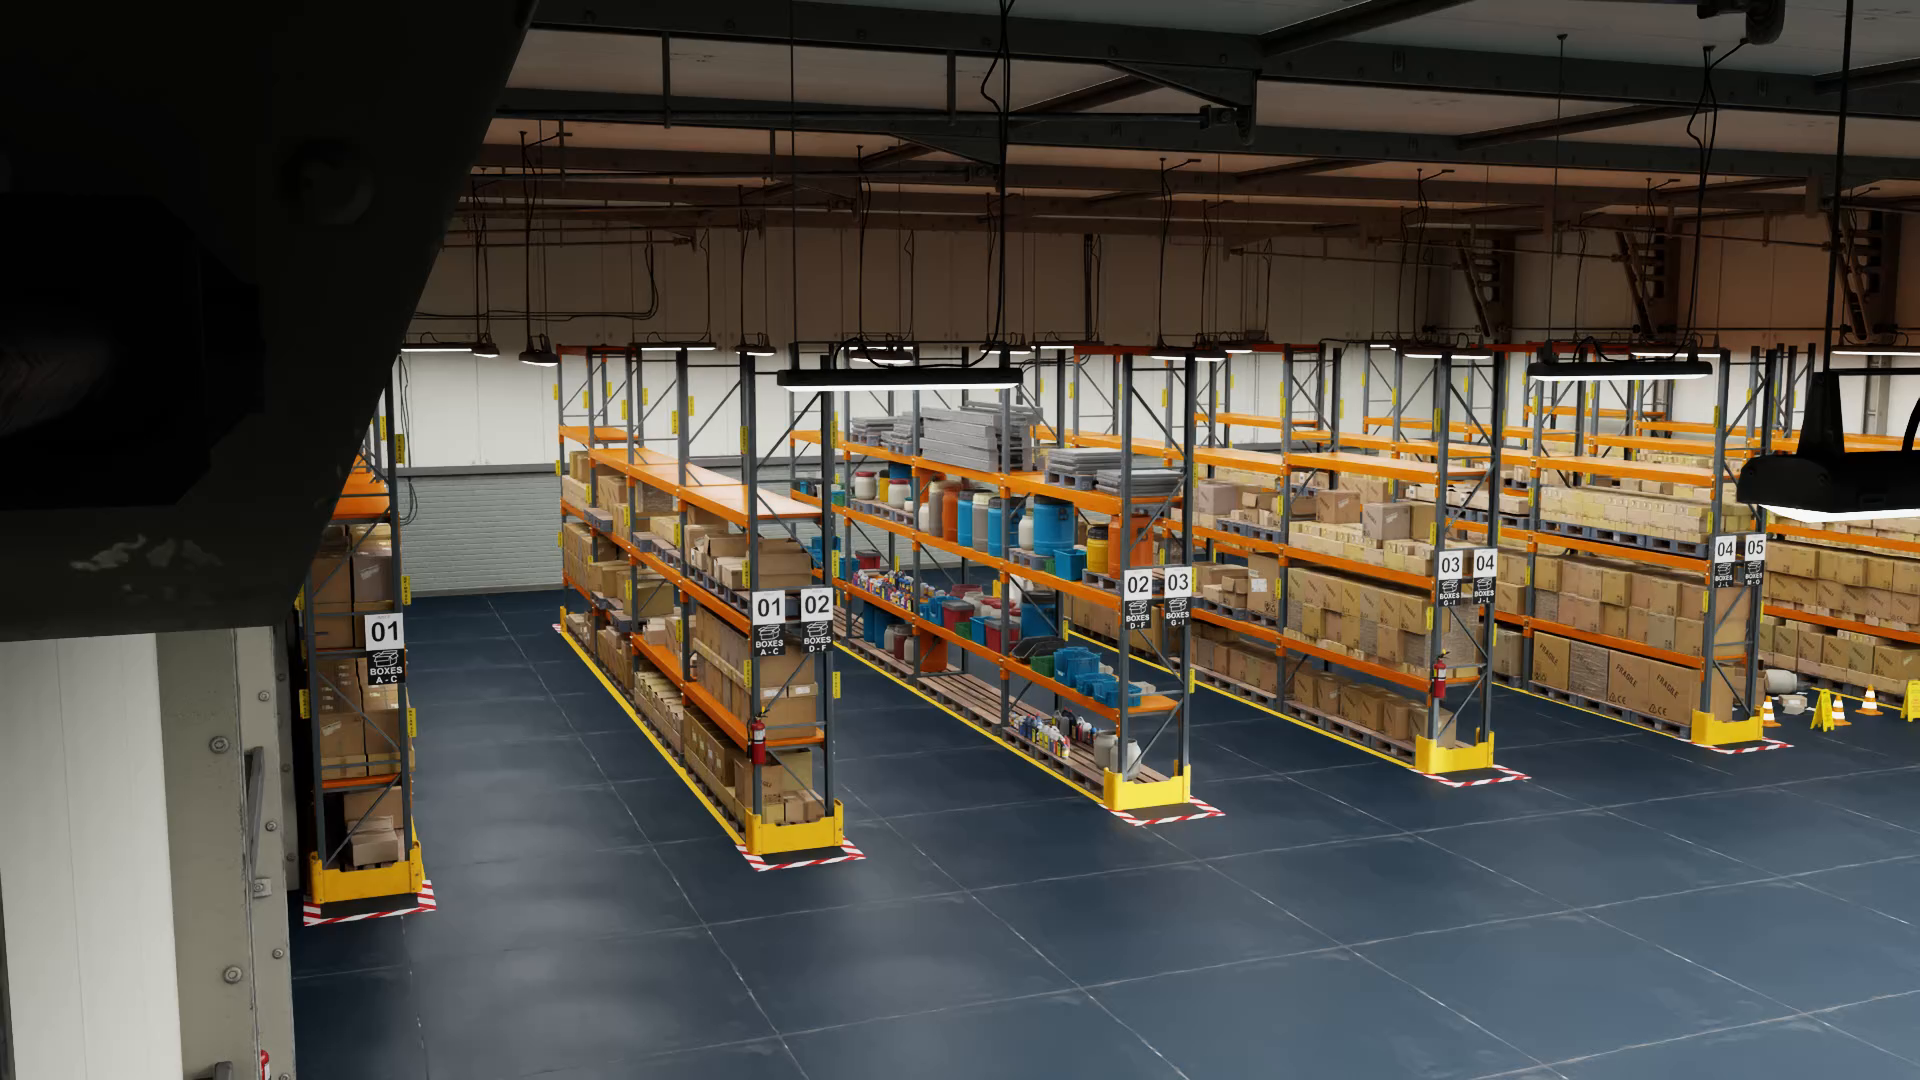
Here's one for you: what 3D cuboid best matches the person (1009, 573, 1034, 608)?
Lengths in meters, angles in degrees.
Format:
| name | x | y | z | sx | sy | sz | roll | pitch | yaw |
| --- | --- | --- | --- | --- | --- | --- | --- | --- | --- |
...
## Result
| name | x | y | z | sx | sy | sz | roll | pitch | yaw |
| --- | --- | --- | --- | --- | --- | --- | --- | --- | --- |
| person | 1.270 | 1.202 | 33.578 | 0.676 | 1.715 | 1.146 | -3 | 8 | -24 |

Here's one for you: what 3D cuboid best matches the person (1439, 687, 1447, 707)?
| name | x | y | z | sx | sy | sz | roll | pitch | yaw |
| --- | --- | --- | --- | --- | --- | --- | --- | --- | --- |
| person | 8.030 | 1.967 | 28.065 | 0.553 | 1.647 | 0.552 | 0 | 7 | 3 |
